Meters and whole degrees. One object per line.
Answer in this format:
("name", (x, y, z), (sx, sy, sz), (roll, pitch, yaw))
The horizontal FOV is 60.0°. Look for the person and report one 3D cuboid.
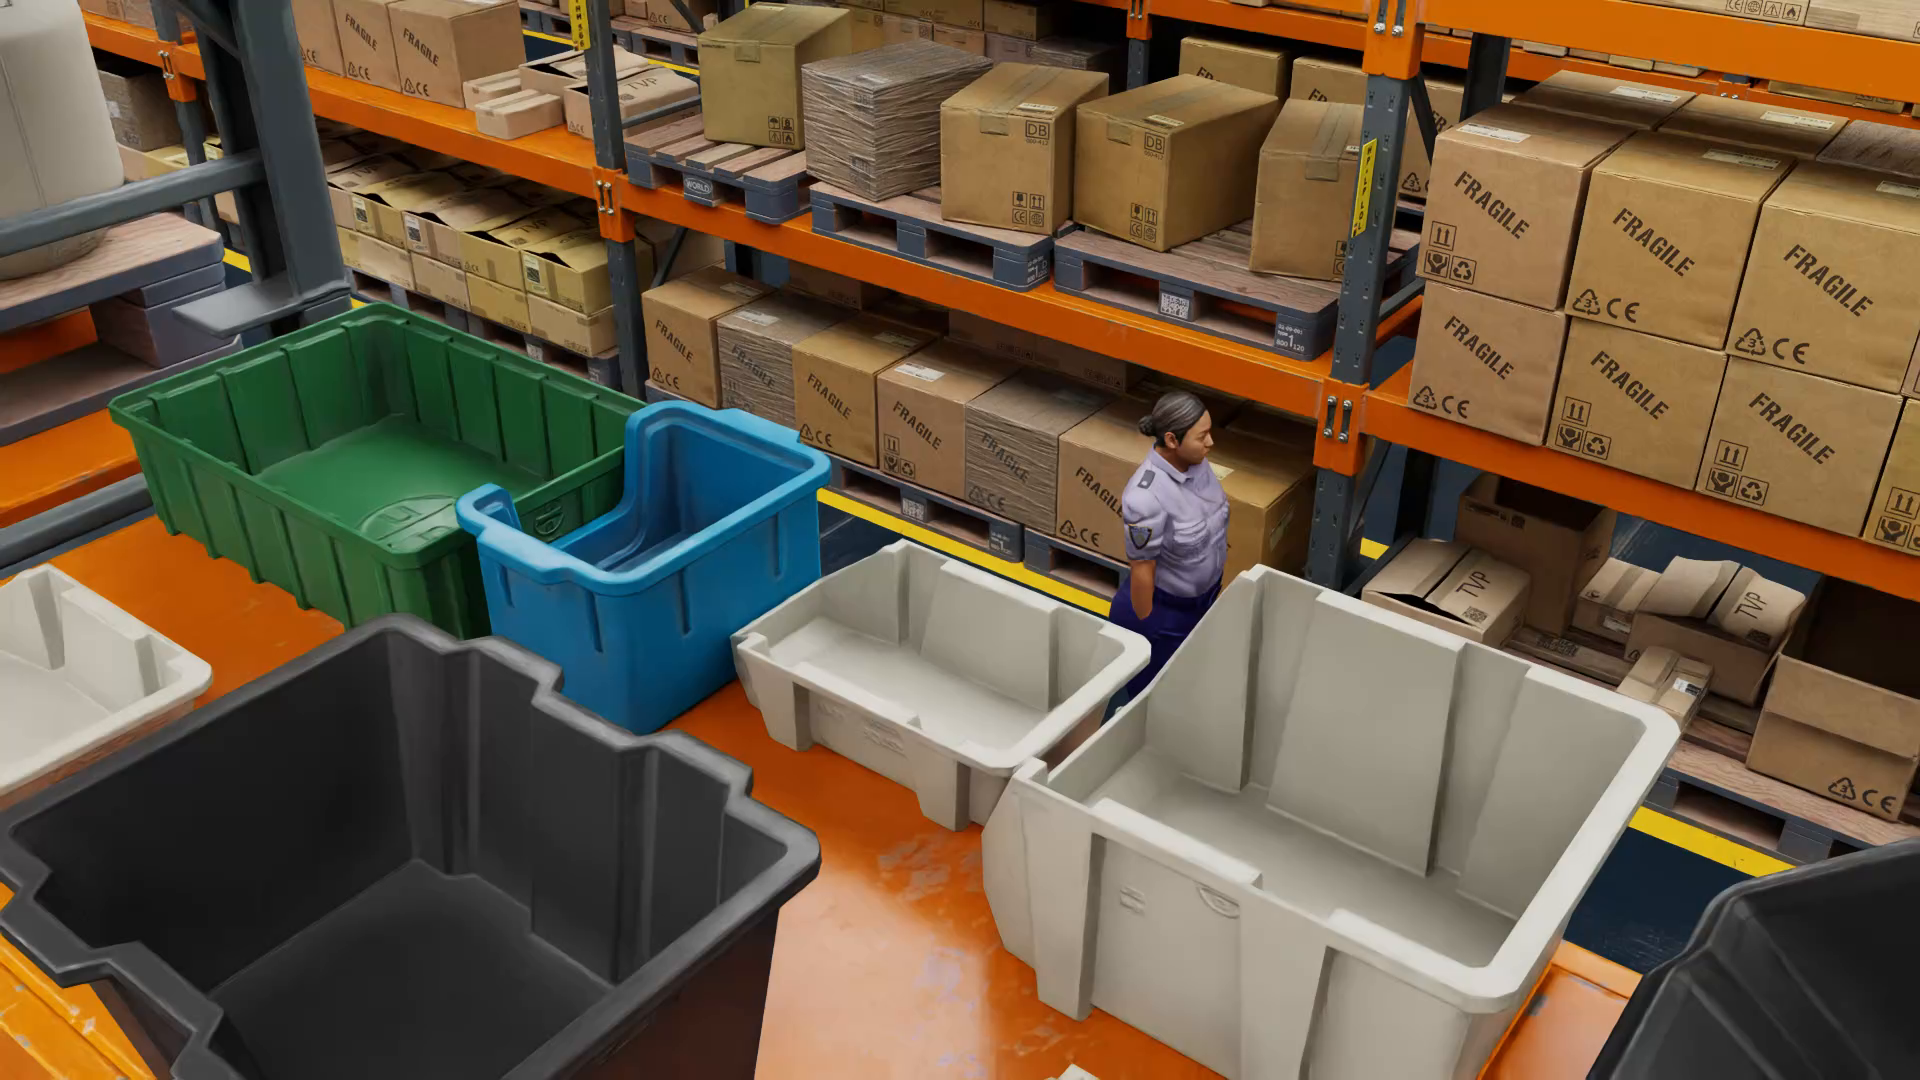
("person", (0.731, 0.237, 5.765), (0.342, 1.648, 0.468), (17, 35, 26))
